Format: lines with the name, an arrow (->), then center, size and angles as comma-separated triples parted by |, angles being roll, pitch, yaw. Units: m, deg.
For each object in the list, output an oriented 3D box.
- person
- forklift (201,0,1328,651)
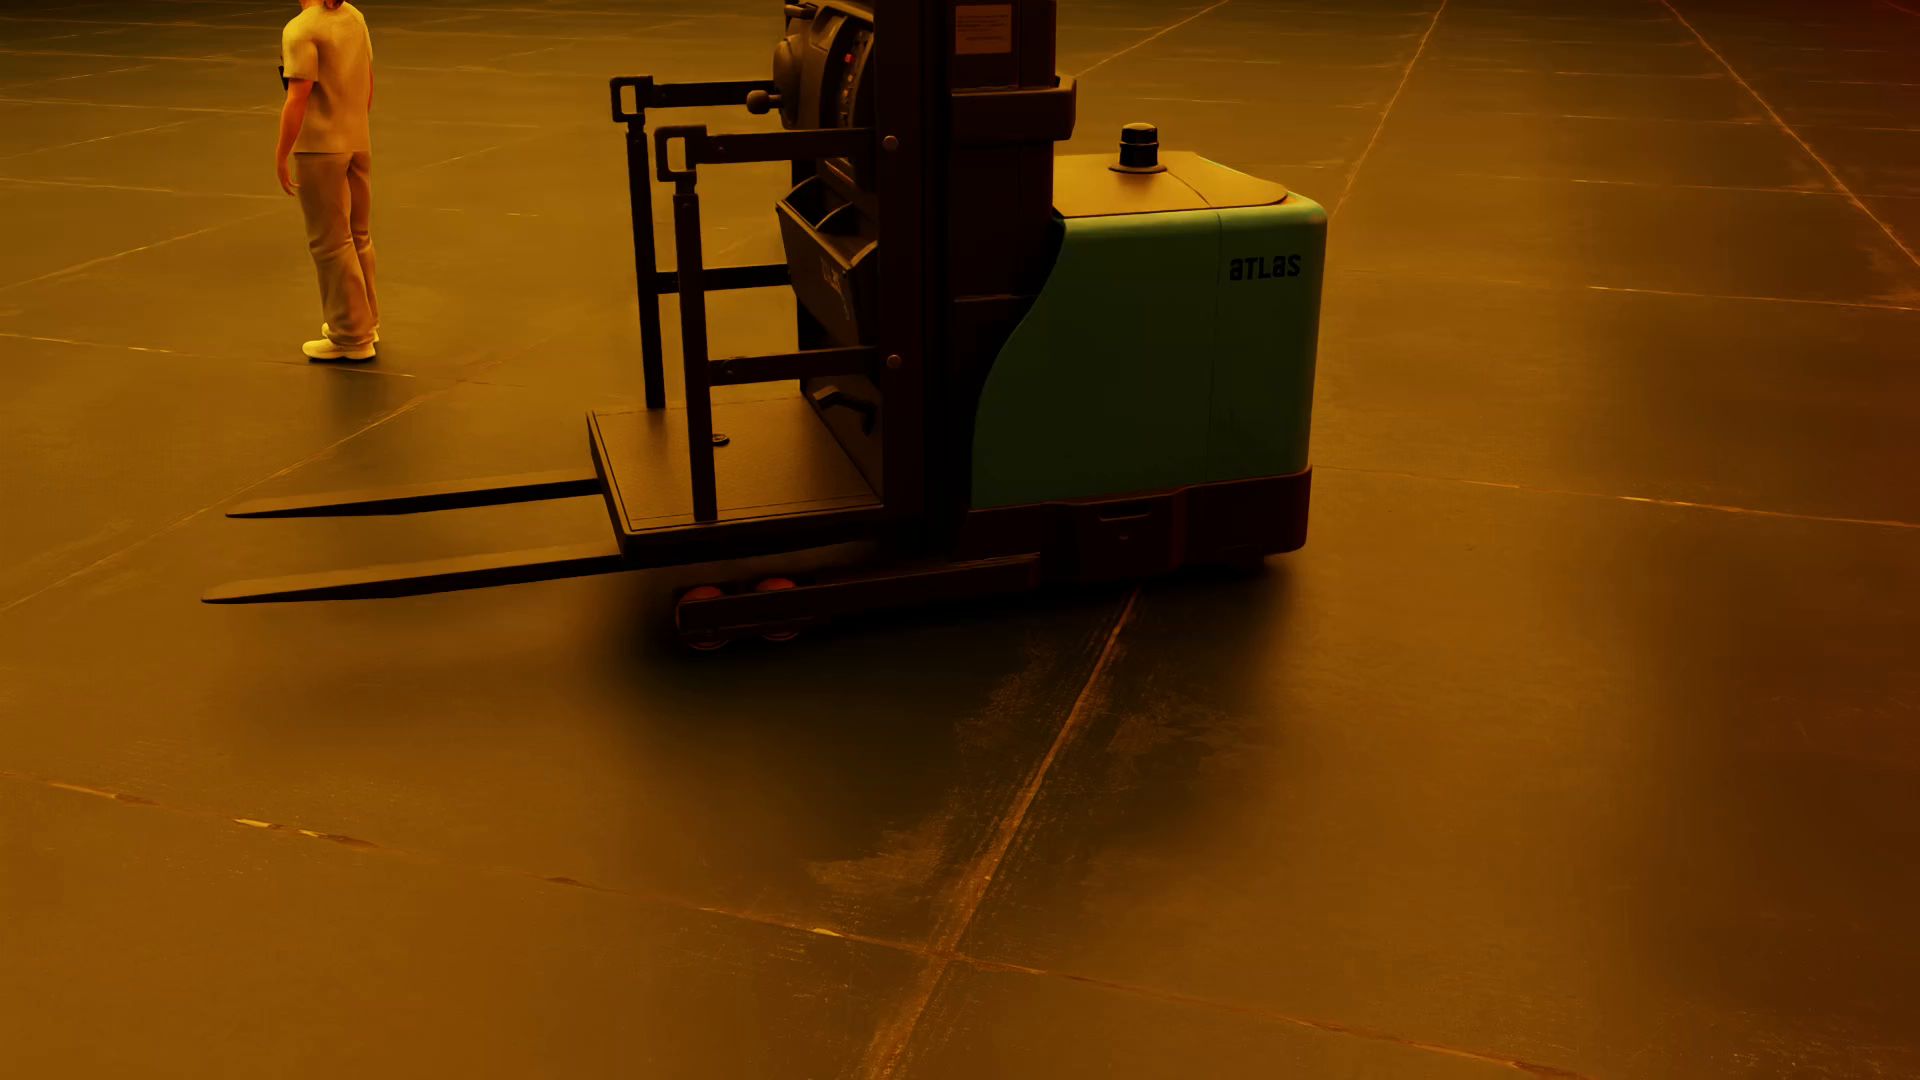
person -> -2.574, -1.546, 6.651 | 0.549, 1.674, 0.549 | 6, 23, 15
forklift -> -0.550, -1.286, 4.395 | 3.031, 2.935, 1.130 | -7, 23, -16
